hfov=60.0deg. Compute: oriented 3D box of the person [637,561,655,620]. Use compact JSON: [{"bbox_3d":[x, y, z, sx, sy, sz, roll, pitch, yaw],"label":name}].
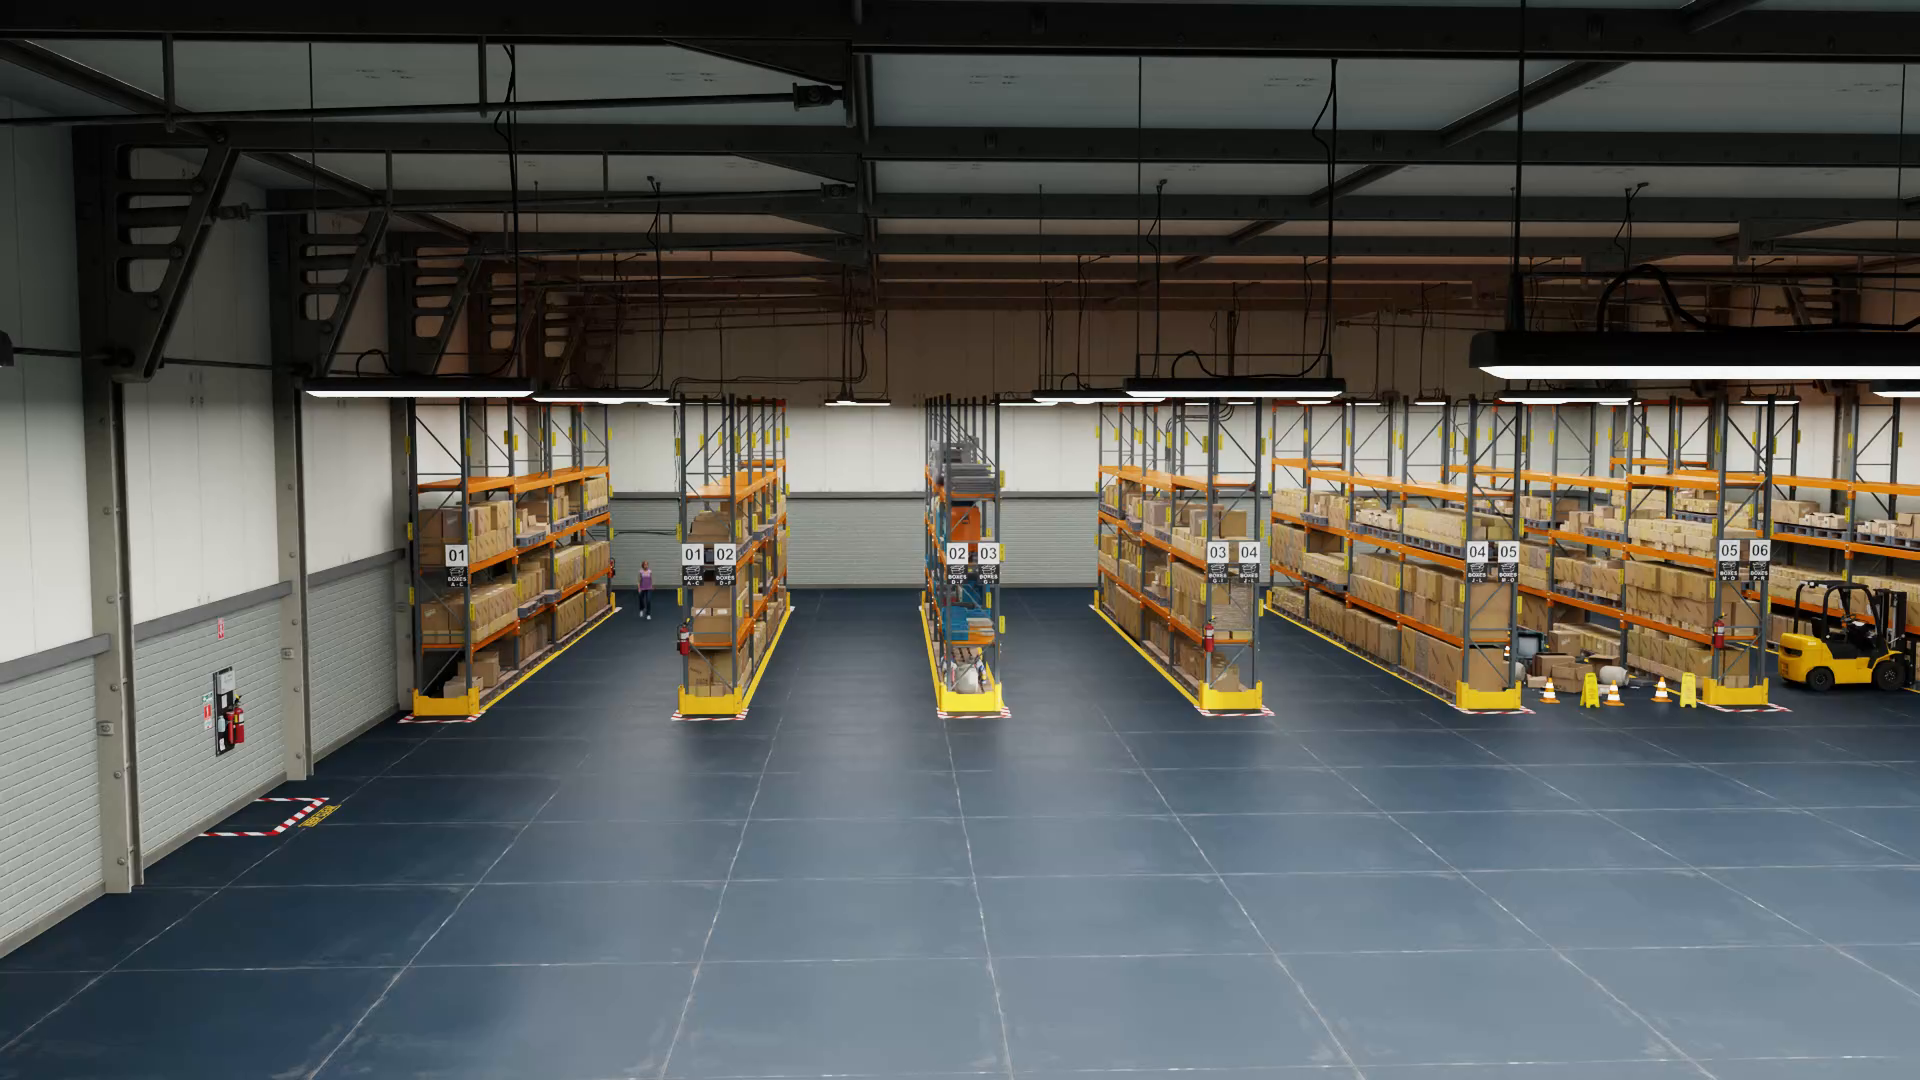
[{"bbox_3d":[-8.524,1.353,45.142,0.462,1.593,0.479,-1,5,-9],"label":"person"}]
